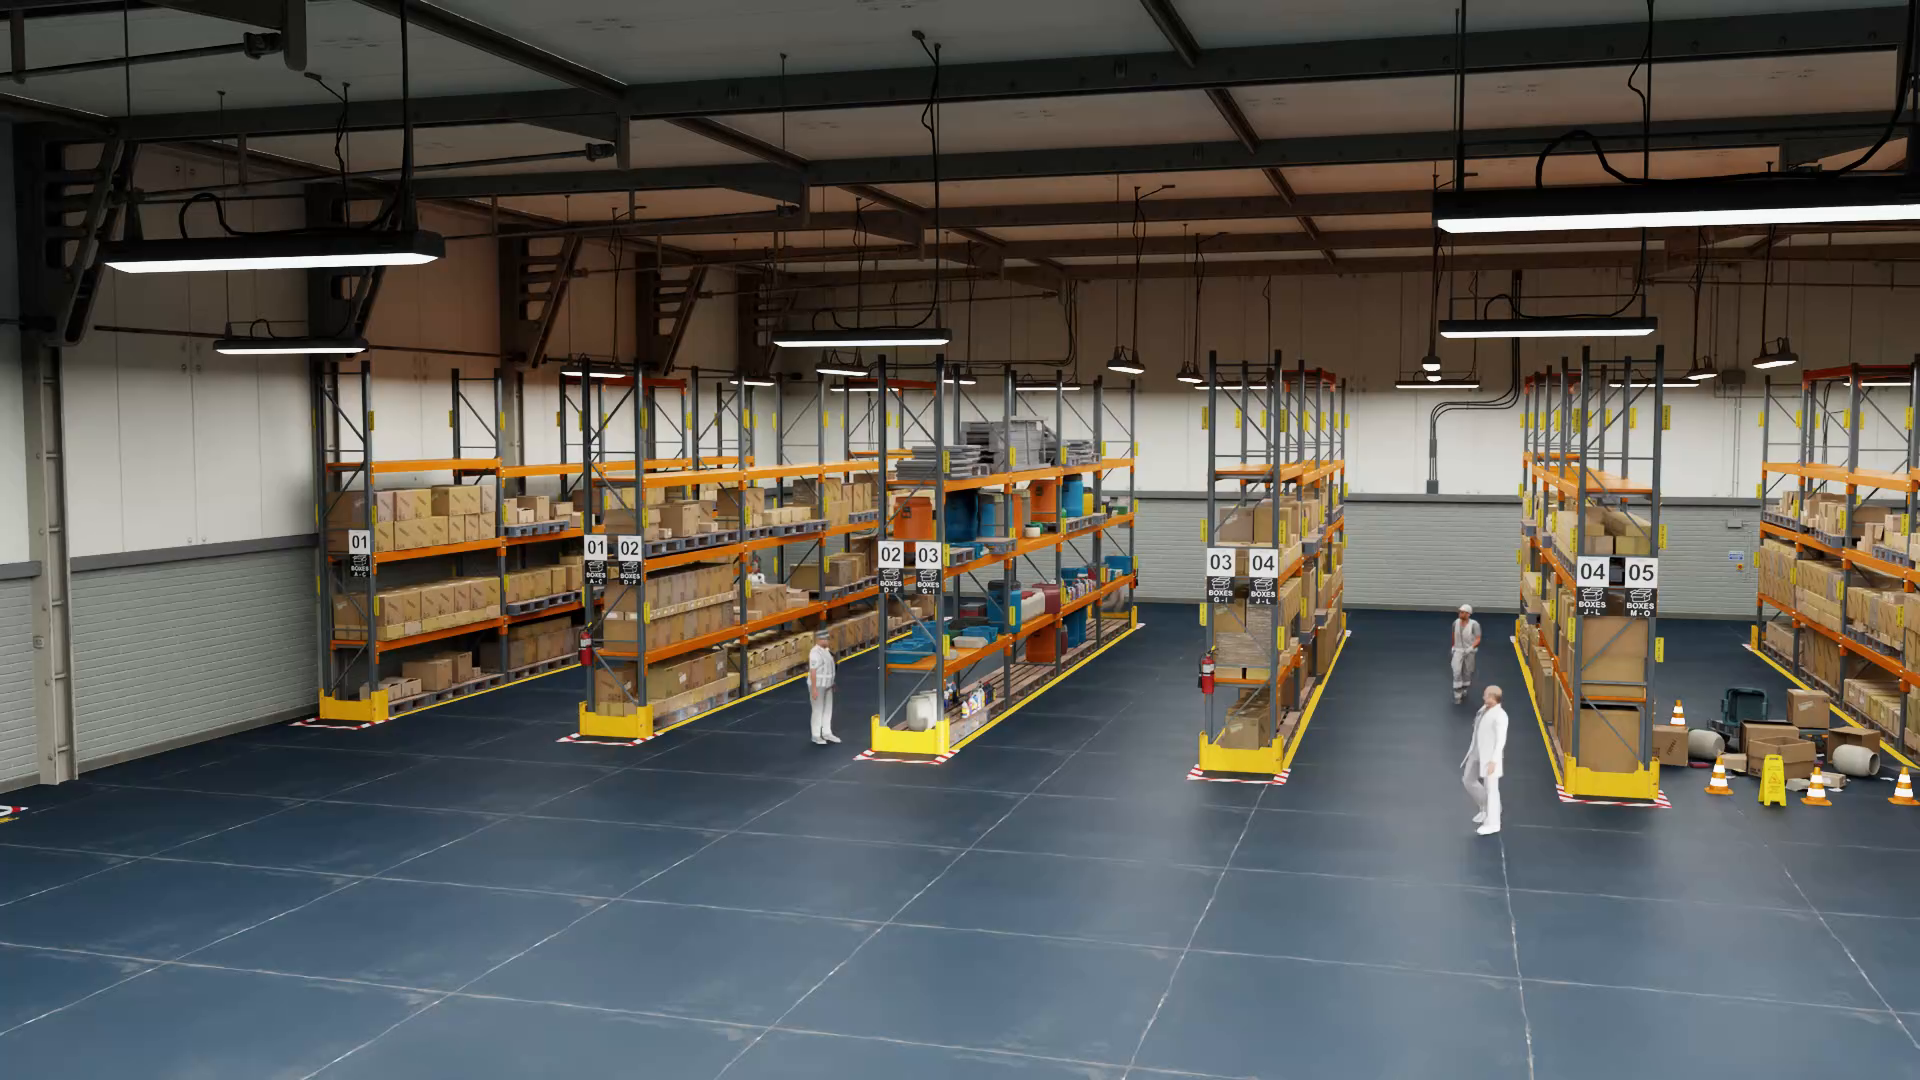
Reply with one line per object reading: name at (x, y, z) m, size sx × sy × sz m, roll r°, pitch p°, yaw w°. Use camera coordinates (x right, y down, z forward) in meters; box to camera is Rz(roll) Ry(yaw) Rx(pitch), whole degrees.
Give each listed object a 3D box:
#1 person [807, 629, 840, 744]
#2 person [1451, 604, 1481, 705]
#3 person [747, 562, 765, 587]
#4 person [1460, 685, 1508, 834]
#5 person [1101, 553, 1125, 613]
person at (-2.145, 2.270, 25.836) m, size 0.451 × 1.775 × 0.571 m, roll 2°, pitch 4°, yaw 23°
person at (9.033, 2.045, 29.683) m, size 0.512 × 1.813 × 0.883 m, roll 1°, pitch 4°, yaw 18°
person at (-4.892, 1.331, 39.857) m, size 0.537 × 1.637 × 0.975 m, roll 1°, pitch 4°, yaw 10°
person at (6.443, 2.652, 20.339) m, size 0.549 × 1.779 × 0.662 m, roll -1°, pitch 4°, yaw -18°
person at (3.839, 1.158, 41.753) m, size 0.696 × 1.689 × 0.548 m, roll 3°, pitch 5°, yaw 33°
